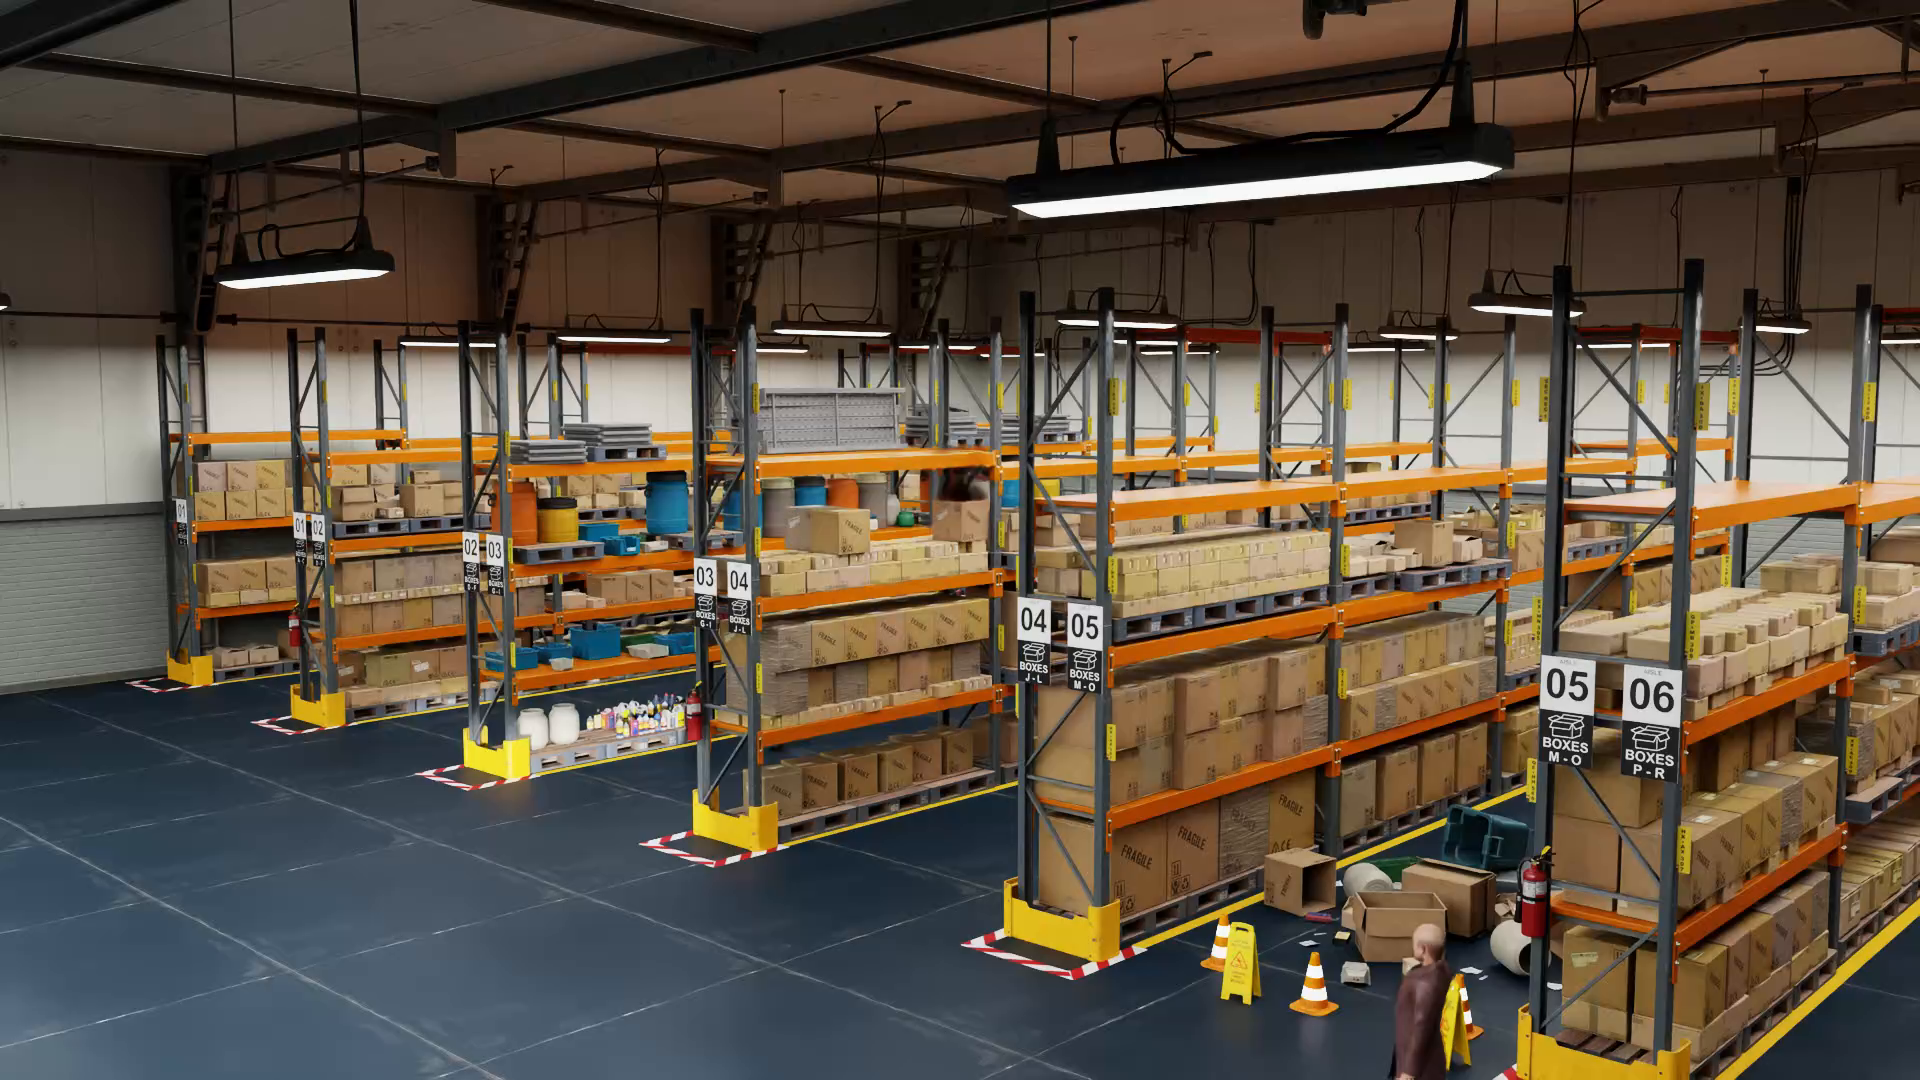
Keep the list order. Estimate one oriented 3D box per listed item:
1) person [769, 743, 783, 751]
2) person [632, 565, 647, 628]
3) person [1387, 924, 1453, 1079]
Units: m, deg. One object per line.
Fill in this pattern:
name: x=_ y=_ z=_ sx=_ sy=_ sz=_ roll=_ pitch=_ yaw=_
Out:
person: x=-2.533 y=2.112 z=23.672 sx=0.502 sy=1.667 sz=0.941 roll=3 pitch=6 yaw=28
person: x=-6.394 y=1.217 z=33.337 sx=0.392 sy=1.720 sz=0.469 roll=5 pitch=7 yaw=43
person: x=2.861 y=3.287 z=10.543 sx=0.498 sy=1.774 sz=0.628 roll=1 pitch=5 yaw=11
